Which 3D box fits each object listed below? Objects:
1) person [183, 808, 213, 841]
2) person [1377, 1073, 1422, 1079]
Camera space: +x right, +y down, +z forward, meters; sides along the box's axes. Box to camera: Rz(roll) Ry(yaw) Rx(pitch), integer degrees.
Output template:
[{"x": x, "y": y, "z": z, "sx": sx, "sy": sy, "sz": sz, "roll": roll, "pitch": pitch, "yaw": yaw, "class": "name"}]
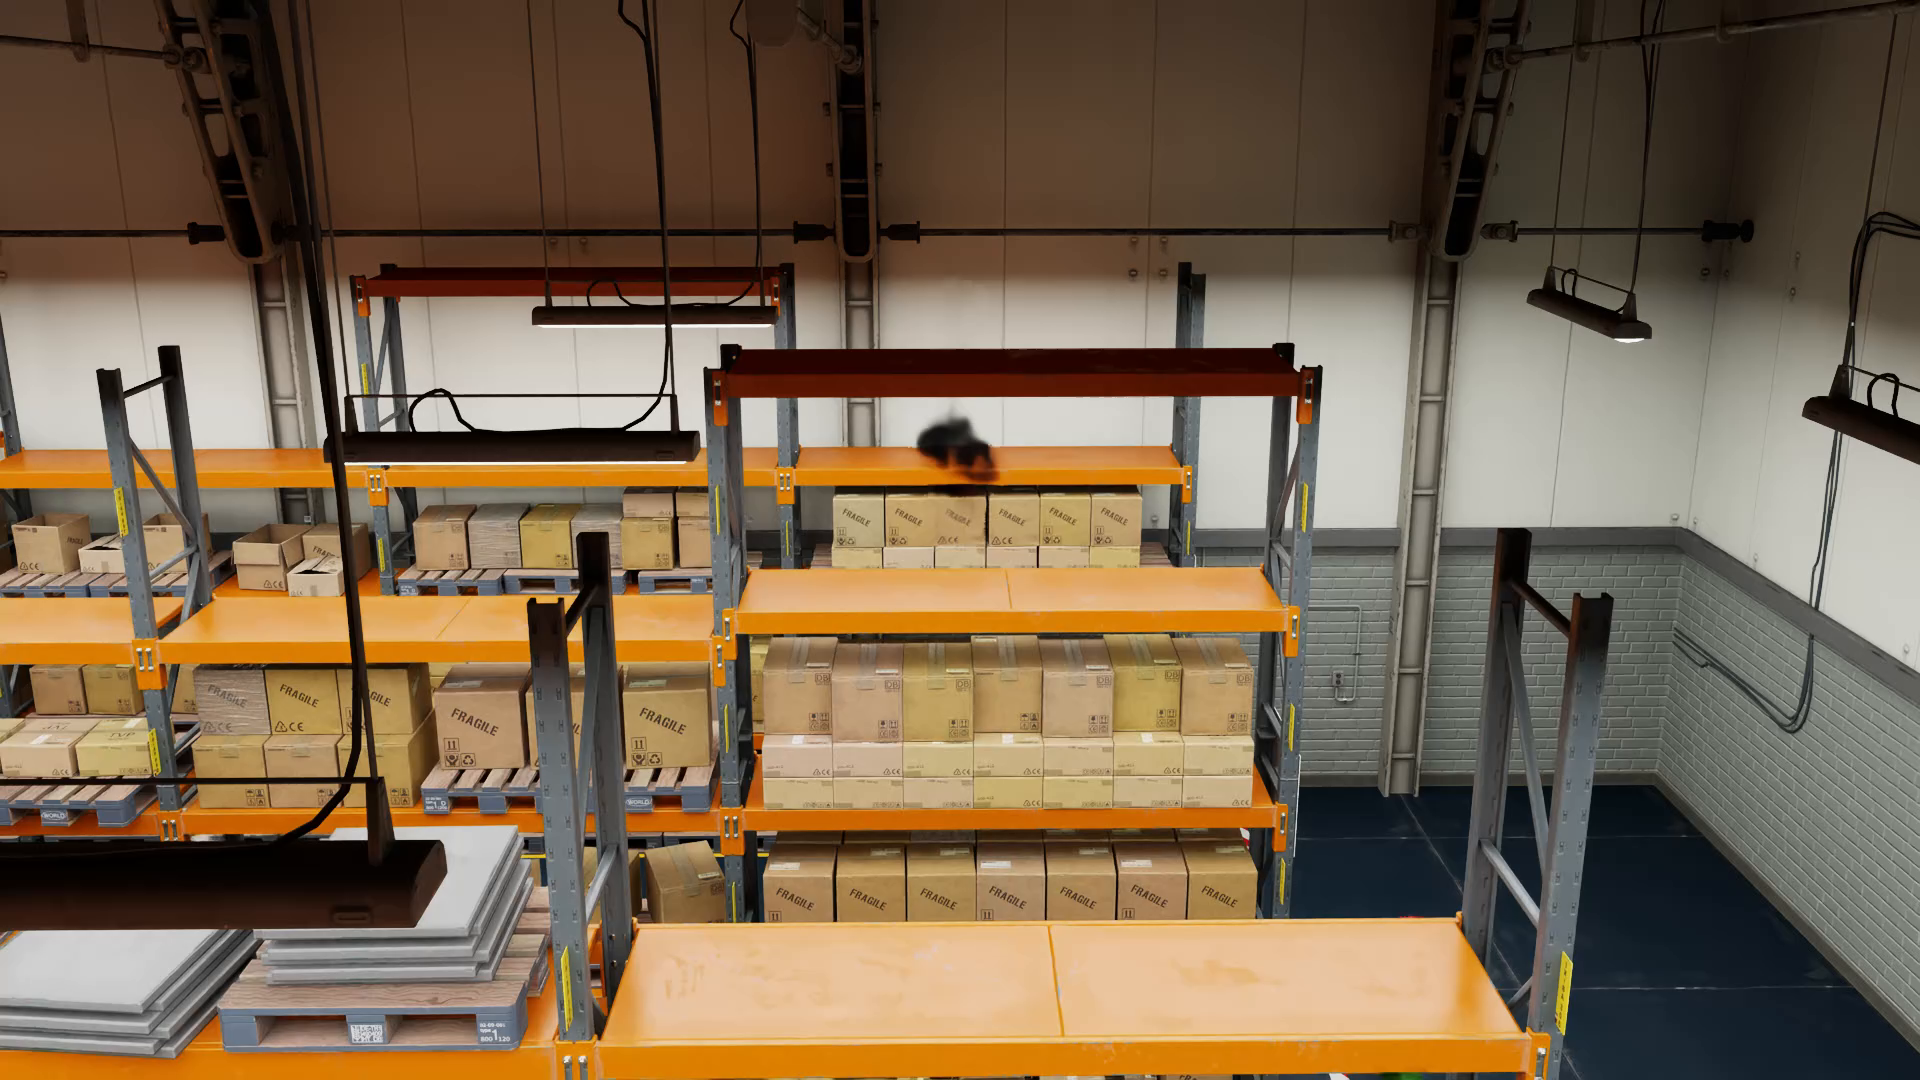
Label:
[{"x": -6.690, "y": 3.167, "z": 14.628, "sx": 0.611, "sy": 1.752, "sz": 0.670, "roll": -2, "pitch": 16, "yaw": -5, "class": "person"}, {"x": 3.242, "y": 3.752, "z": 12.451, "sx": 0.686, "sy": 1.813, "sz": 0.904, "roll": 8, "pitch": 18, "yaw": 25, "class": "person"}]
